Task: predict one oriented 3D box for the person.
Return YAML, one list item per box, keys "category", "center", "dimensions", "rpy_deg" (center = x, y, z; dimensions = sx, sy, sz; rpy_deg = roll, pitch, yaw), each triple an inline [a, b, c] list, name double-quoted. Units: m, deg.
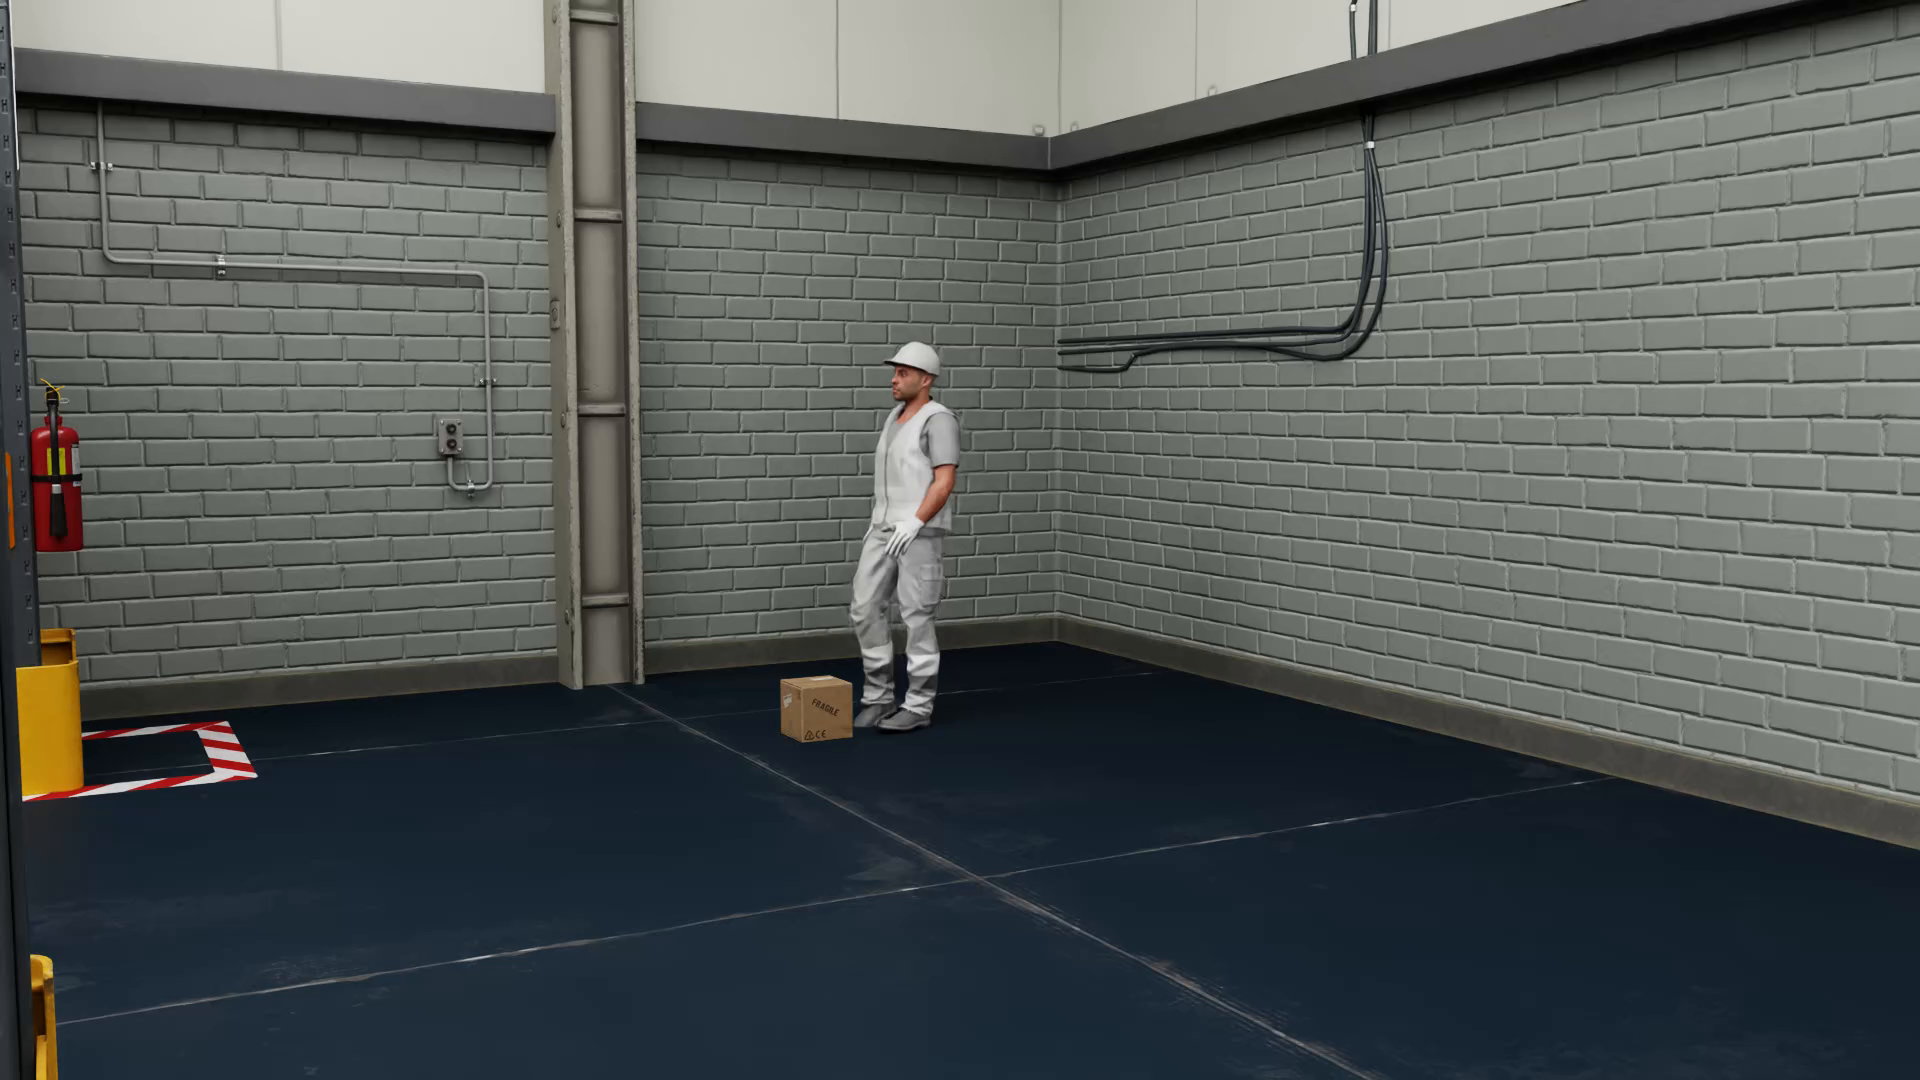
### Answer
- category: "person"
  center: [-0.288, 0.013, 7.734]
  dimensions: [0.462, 1.859, 0.635]
  rpy_deg: [-4, 6, -40]
